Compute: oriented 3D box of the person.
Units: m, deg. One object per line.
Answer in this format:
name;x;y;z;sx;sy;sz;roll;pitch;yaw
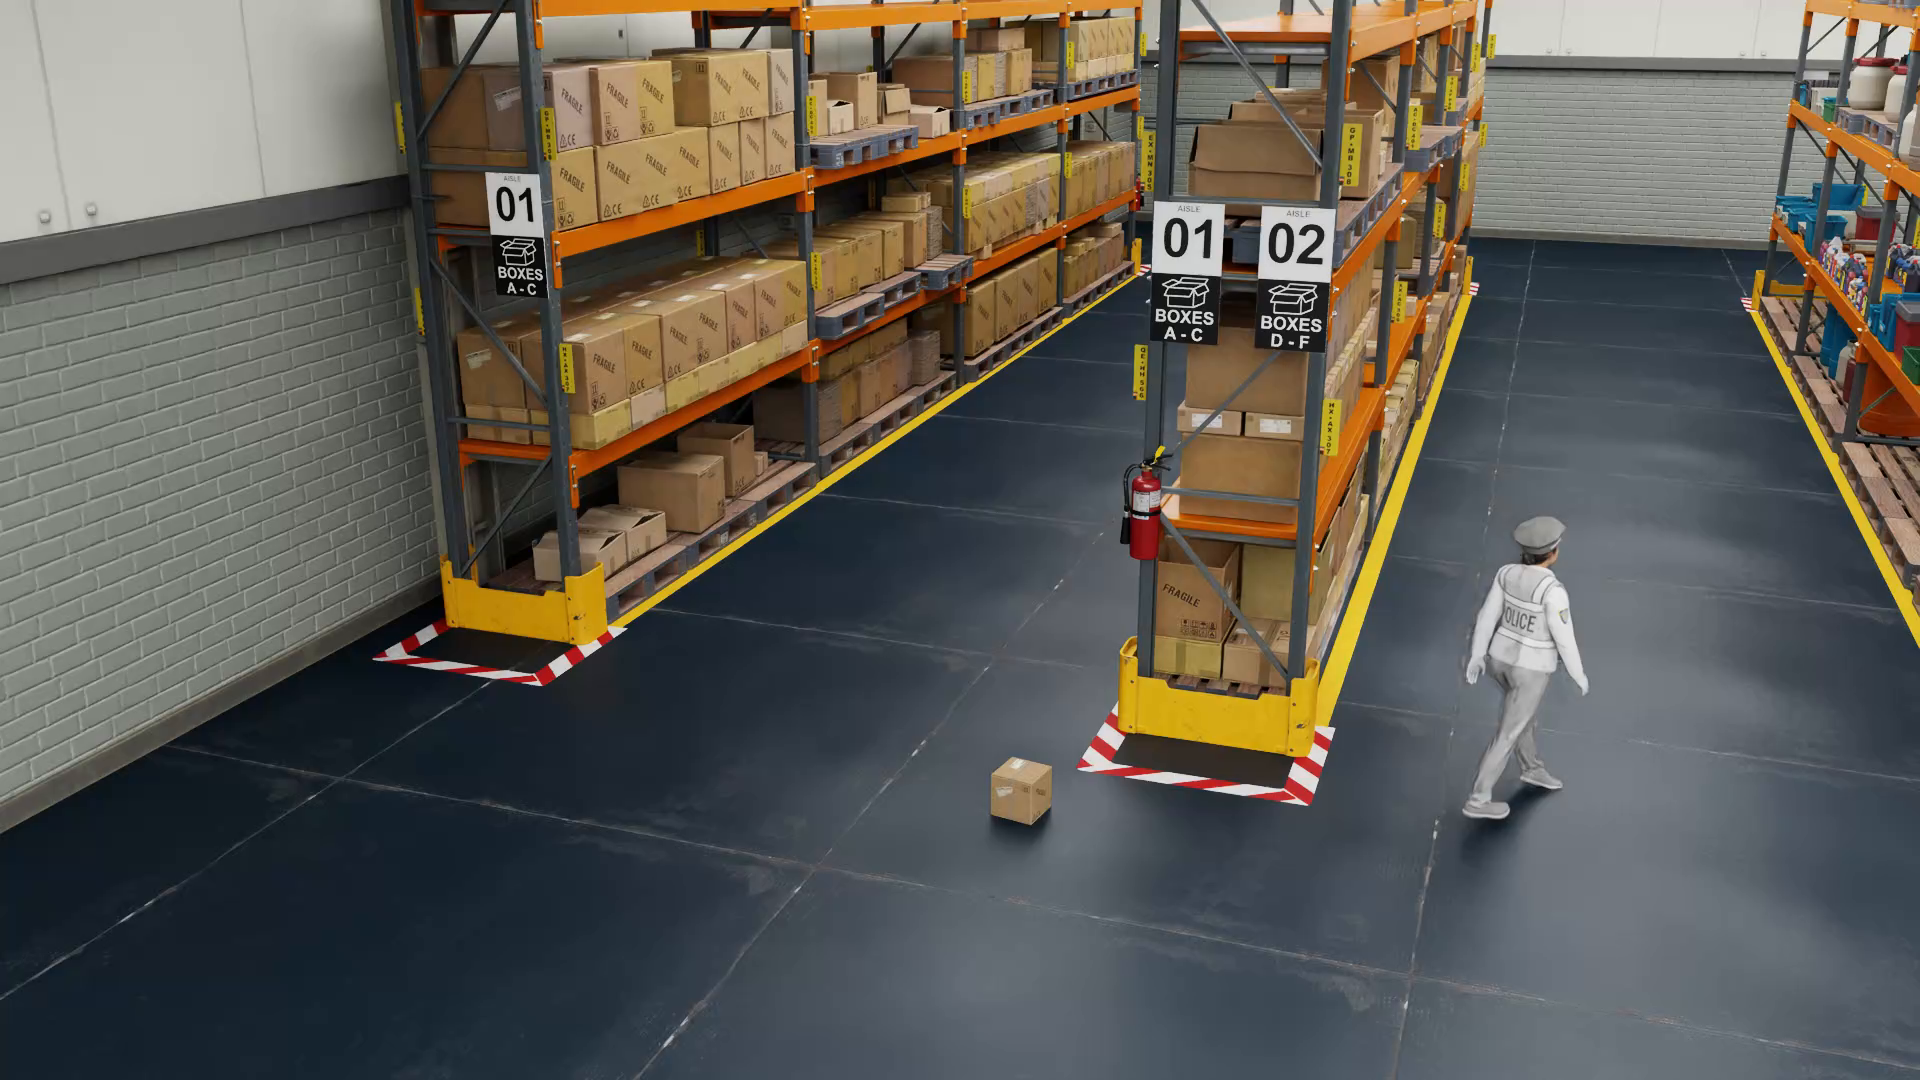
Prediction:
person;3.091;0.690;9.006;0.838;1.700;0.539;-8;20;-23
